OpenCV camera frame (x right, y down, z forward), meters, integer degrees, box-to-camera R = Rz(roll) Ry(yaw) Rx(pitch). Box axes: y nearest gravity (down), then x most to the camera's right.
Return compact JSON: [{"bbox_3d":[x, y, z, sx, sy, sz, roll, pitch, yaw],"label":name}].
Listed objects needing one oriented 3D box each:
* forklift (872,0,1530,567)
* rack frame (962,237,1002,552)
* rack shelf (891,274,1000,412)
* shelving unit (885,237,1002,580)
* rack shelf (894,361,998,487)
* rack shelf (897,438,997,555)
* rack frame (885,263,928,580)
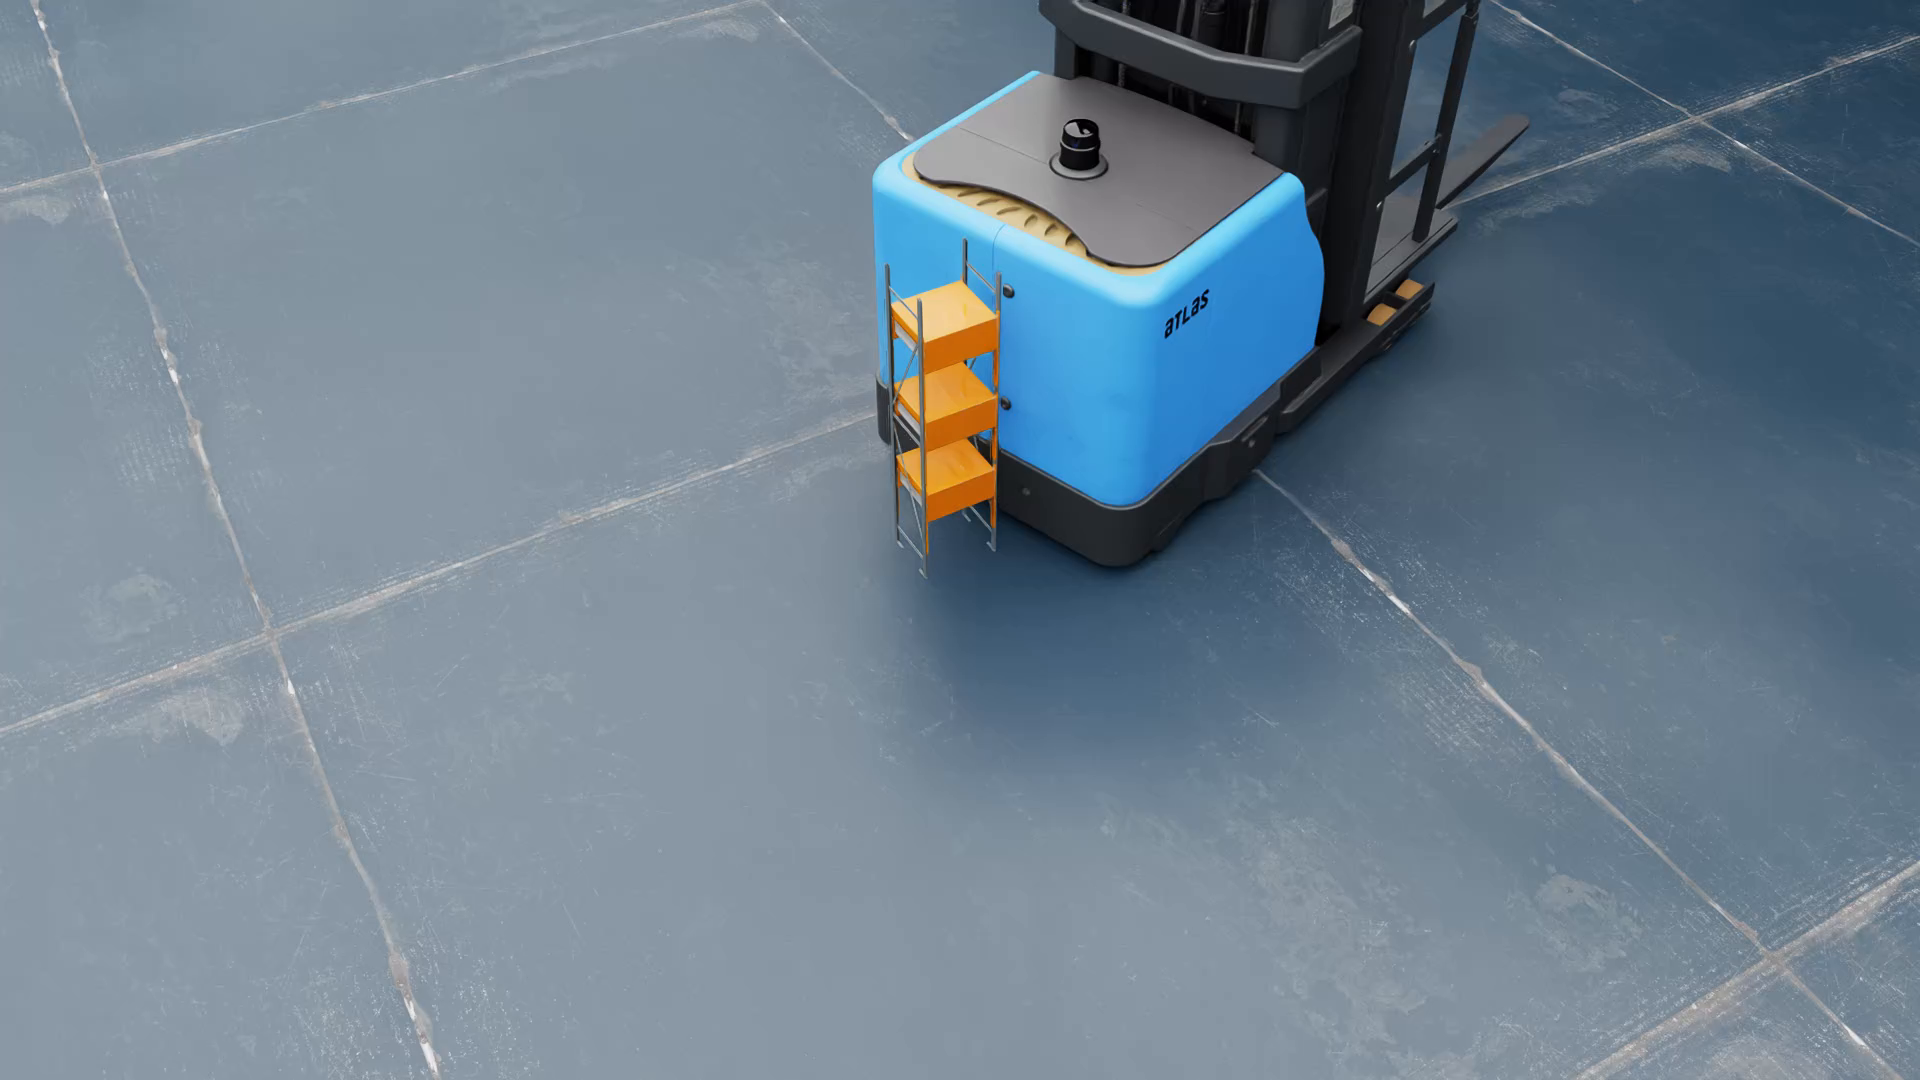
[{"bbox_3d":[1.061,-1.929,5.133,1.130,2.935,3.031,30,52,28],"label":"forklift"},{"bbox_3d":[0.059,-0.401,4.909,0.008,1.050,0.200,-22,48,-21],"label":"rack frame"},{"bbox_3d":[-0.046,-0.554,4.675,0.240,0.259,0.215,-22,48,-21],"label":"rack shelf"},{"bbox_3d":[-0.046,-0.358,4.865,0.252,1.050,0.215,-22,48,-21],"label":"shelving unit"},{"bbox_3d":[-0.046,-0.351,4.873,0.240,0.259,0.215,-22,48,-21],"label":"rack shelf"},{"bbox_3d":[-0.046,-0.151,5.066,0.240,0.259,0.215,-22,48,-21],"label":"rack shelf"},{"bbox_3d":[-0.152,-0.316,4.822,0.008,1.050,0.200,-22,48,-21],"label":"rack frame"}]
